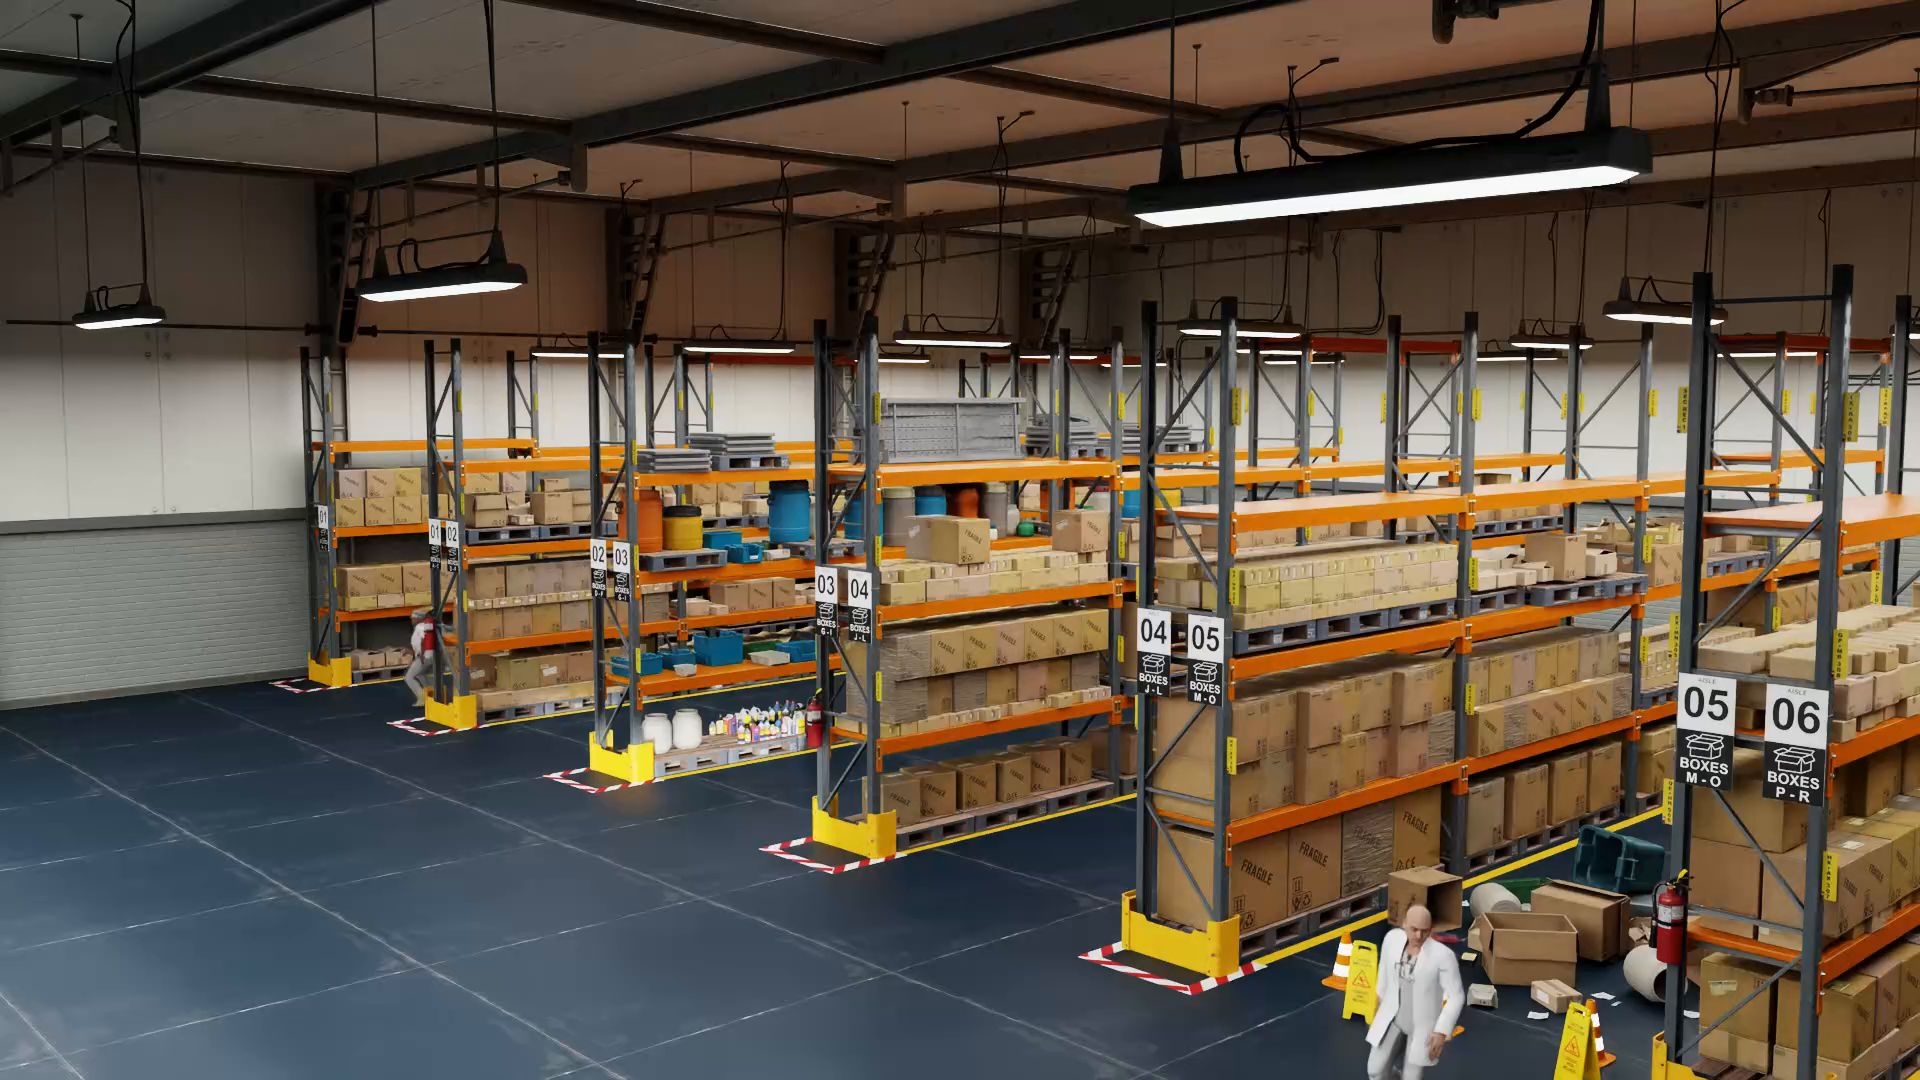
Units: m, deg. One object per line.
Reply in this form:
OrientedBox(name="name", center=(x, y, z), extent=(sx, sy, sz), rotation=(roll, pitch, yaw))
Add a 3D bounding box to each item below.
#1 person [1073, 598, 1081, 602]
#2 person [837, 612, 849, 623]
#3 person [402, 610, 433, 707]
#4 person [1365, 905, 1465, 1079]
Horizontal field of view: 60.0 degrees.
OrientedBox(name="person", center=(2.438, 1.695, 31.183), extent=(0.947, 1.571, 0.611), rotation=(-3, 6, -30))
OrientedBox(name="person", center=(-2.394, 1.302, 34.425), extent=(0.699, 1.681, 0.711), rotation=(3, 6, 29))
OrientedBox(name="person", center=(-8.979, 1.950, 27.610), extent=(0.528, 1.609, 0.831), rotation=(0, 5, -4))
OrientedBox(name="person", center=(3.098, 3.303, 11.353), extent=(0.716, 1.719, 0.667), rotation=(3, 6, 34))
